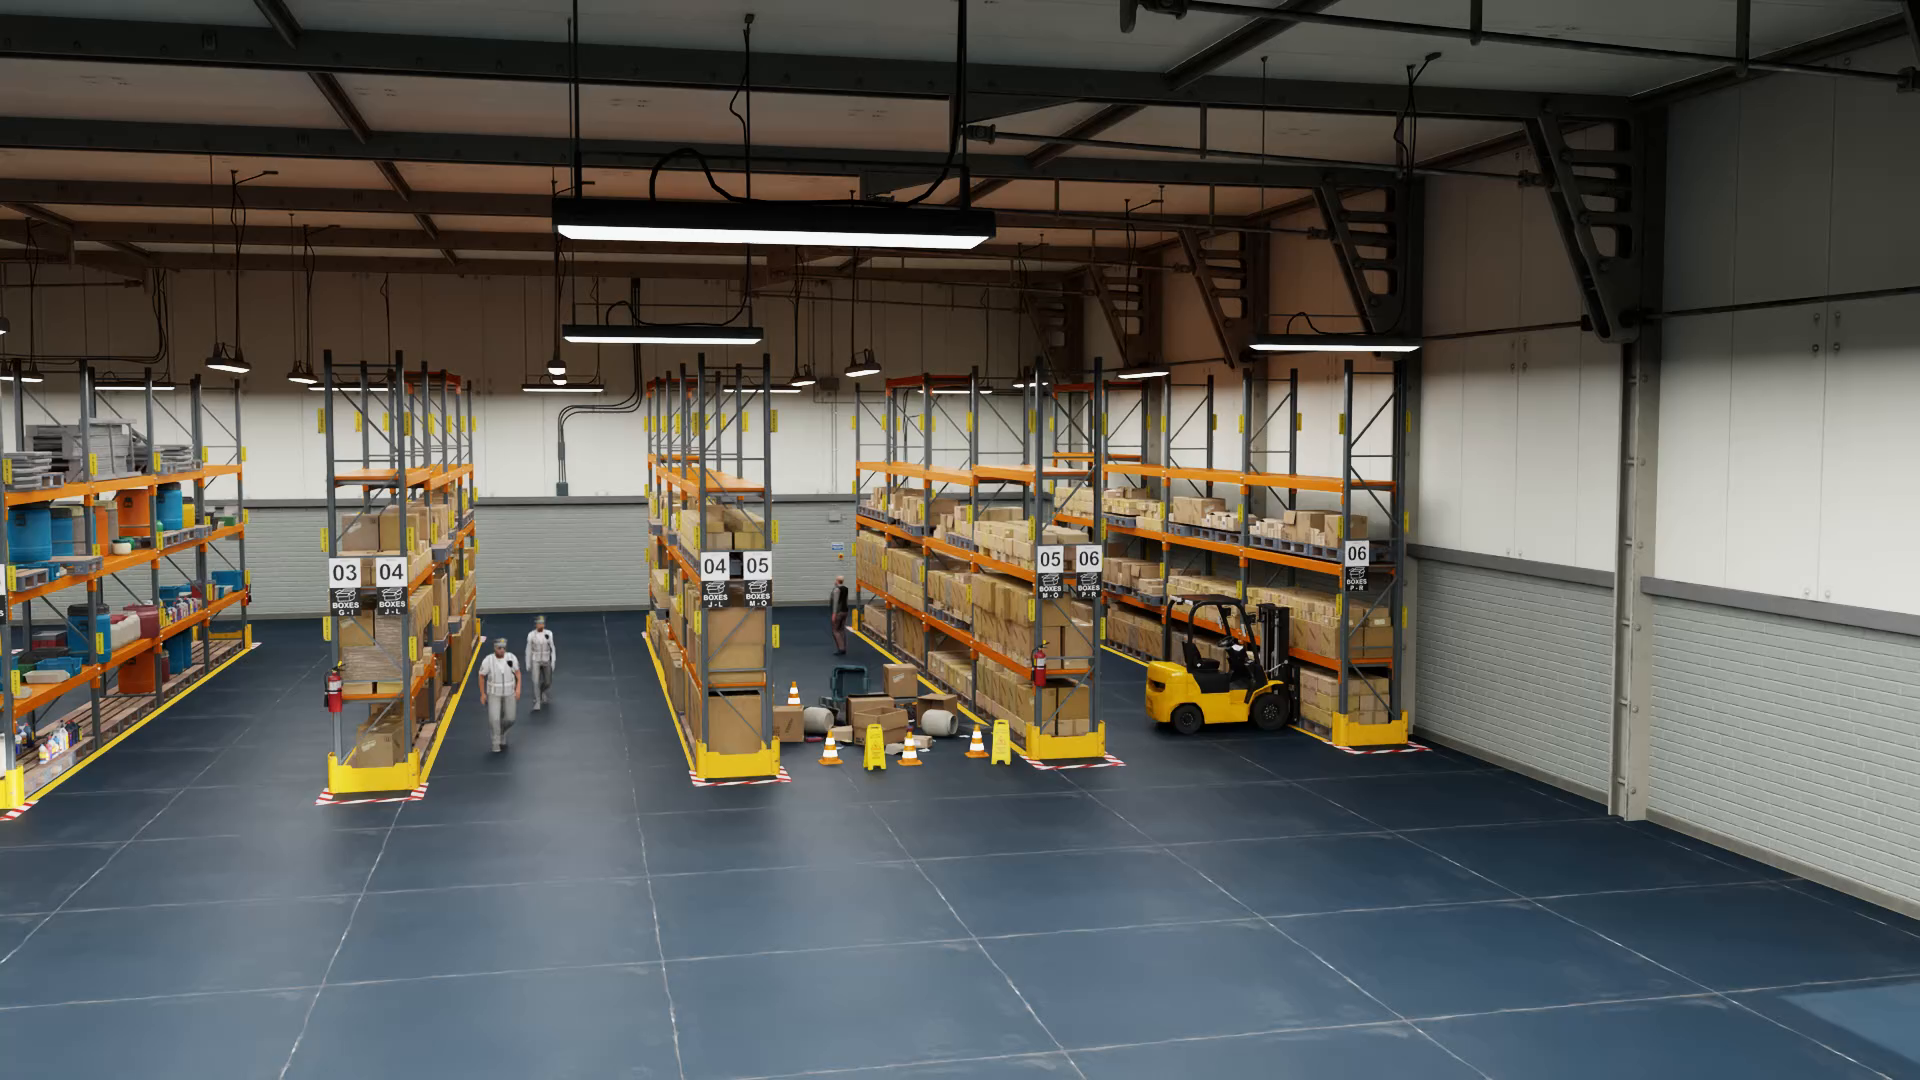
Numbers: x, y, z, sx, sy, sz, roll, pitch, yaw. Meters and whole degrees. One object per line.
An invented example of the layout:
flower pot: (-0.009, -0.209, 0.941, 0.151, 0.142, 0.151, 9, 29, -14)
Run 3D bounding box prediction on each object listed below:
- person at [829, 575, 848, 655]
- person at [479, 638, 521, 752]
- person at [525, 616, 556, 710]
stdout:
person: (-2.618, 1.648, 36.246, 0.418, 1.778, 0.578, 2, 5, 30)
person: (-7.099, 2.359, 25.651, 0.635, 1.745, 0.588, -2, 4, -26)
person: (-7.412, 2.137, 29.369, 0.516, 1.633, 0.910, -2, 4, -24)
